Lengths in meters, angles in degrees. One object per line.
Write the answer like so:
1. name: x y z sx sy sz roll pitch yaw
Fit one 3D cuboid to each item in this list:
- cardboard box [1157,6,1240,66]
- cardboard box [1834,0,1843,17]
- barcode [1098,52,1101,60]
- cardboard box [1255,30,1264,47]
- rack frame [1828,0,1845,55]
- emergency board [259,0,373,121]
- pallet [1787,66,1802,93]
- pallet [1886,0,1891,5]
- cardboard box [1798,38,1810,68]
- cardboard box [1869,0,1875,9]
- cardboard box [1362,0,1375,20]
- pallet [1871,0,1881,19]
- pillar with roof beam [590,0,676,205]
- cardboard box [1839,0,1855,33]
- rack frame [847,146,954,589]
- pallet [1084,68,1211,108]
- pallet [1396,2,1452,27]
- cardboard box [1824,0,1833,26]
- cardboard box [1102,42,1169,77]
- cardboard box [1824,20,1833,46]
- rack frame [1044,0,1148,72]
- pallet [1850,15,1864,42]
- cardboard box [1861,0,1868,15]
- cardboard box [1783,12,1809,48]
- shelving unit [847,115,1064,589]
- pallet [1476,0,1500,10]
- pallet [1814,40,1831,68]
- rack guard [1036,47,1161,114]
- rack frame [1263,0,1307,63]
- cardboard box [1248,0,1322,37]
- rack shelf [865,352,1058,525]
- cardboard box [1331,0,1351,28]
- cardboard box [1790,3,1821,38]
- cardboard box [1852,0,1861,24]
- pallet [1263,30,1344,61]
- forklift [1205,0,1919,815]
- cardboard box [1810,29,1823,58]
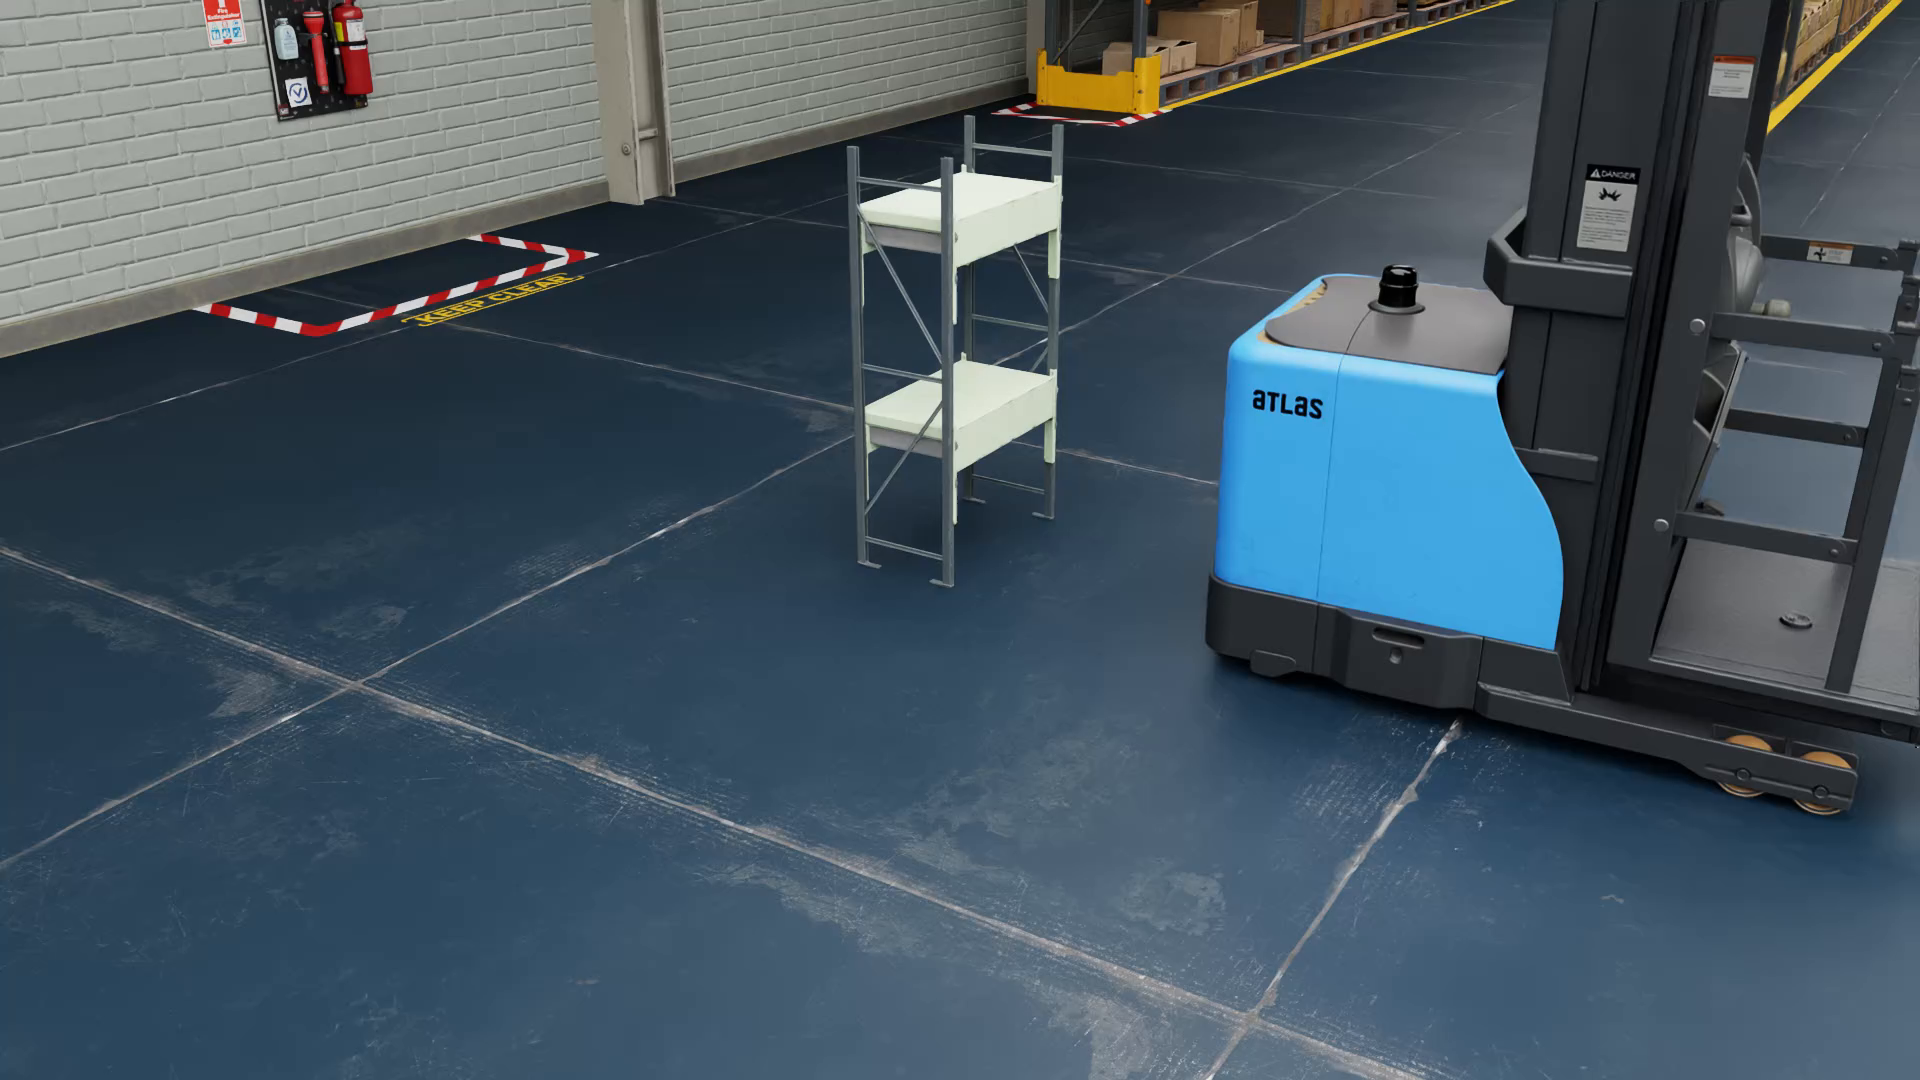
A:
1. cardboard box: 2.420 -5.135 16.927 0.700 0.500 0.500 12 26 26
2. cardboard box: 9.612 -6.059 18.696 0.500 0.311 0.500 15 27 30
3. barcode: 1.360 -4.712 16.179 0.001 0.075 0.075 14 27 29
4. cardboard box: 3.102 -5.500 18.193 0.380 0.166 0.250 10 25 22
5. rack frame: 9.679 -7.099 18.872 1.000 3.000 0.127 14 27 29
6. emergency board: -3.618 -3.002 9.409 0.194 1.169 0.643 14 27 29
7. pallet: 7.925 -4.726 16.901 1.003 0.211 1.213 14 27 29
8. pallet: 13.439 -8.224 24.982 1.003 0.211 1.213 14 27 29
9. cardboard box: 8.263 -4.936 16.809 0.500 0.250 0.500 15 27 30
10. cardboard box: 11.772 -7.277 21.877 0.500 0.500 0.500 14 27 29
11. cardboard box: 4.763 -6.787 20.745 0.700 0.500 0.500 14 27 29
12. pallet: 12.152 -7.401 23.080 1.003 0.211 1.213 14 27 29
13. pillar with roof beam: 1.376 -5.679 8.041 9.100 9.000 0.400 14 27 29
14. cardboard box: 10.162 -6.247 19.498 0.500 0.500 0.500 15 28 31
15. rack frame: -0.197 -0.562 5.661 0.400 1.500 0.023 14 27 29
16. pallet: 1.747 -4.448 16.260 1.003 0.211 1.213 14 27 29
17. pallet: 5.949 -7.106 22.399 1.003 0.211 1.213 14 27 29
18. cardboard box: 9.075 -5.712 17.896 0.500 0.311 0.500 14 27 29
19. cardboard box: 1.690 -4.618 15.973 0.500 0.311 0.500 11 26 23
20. cardboard box: 9.340 -5.626 18.403 0.500 0.250 0.500 14 27 28
21. rack frame: 1.249 -5.436 15.030 1.000 3.000 0.127 14 27 29
22. pallet: 10.749 -6.473 20.937 1.003 0.211 1.213 14 27 29
23. cardboard box: 11.240 -6.943 21.104 0.500 0.500 0.500 14 27 30
24. cardboard box: 7.999 -5.024 16.307 0.500 0.311 0.500 14 27 29
25. shelving unit: -0.004 -0.686 5.947 0.431 1.500 0.755 14 27 29
26. pallet: 7.236 -7.930 24.302 1.003 0.211 1.213 14 27 29
27. pallet: 9.212 -5.549 18.803 1.003 0.211 1.213 14 27 29
28. rack guard: 1.289 -4.314 15.586 1.175 0.500 0.348 14 27 29
29. rack frame: 3.359 -6.786 18.149 1.000 3.000 0.127 14 27 29
30. cardboard box: 3.733 -6.092 19.140 0.700 0.500 0.500 15 28 31
31. rack shelf: -0.004 -0.387 6.076 0.431 0.370 0.720 14 27 29
32. cardboard box: 4.266 -6.441 19.945 0.700 0.500 0.500 14 27 30
33. cardboard box: 8.539 -5.367 17.099 0.500 0.311 0.500 13 27 27
34. cardboard box: 10.702 -6.593 20.298 0.500 0.500 0.500 13 27 28
35. pallet: 3.768 -5.769 19.310 1.003 0.211 1.213 14 27 29
36. forklift: 2.330 -0.839 4.499 3.031 2.935 1.130 12 26 25
37. cardboard box: 8.803 -5.283 17.610 0.500 0.250 0.500 14 27 30
